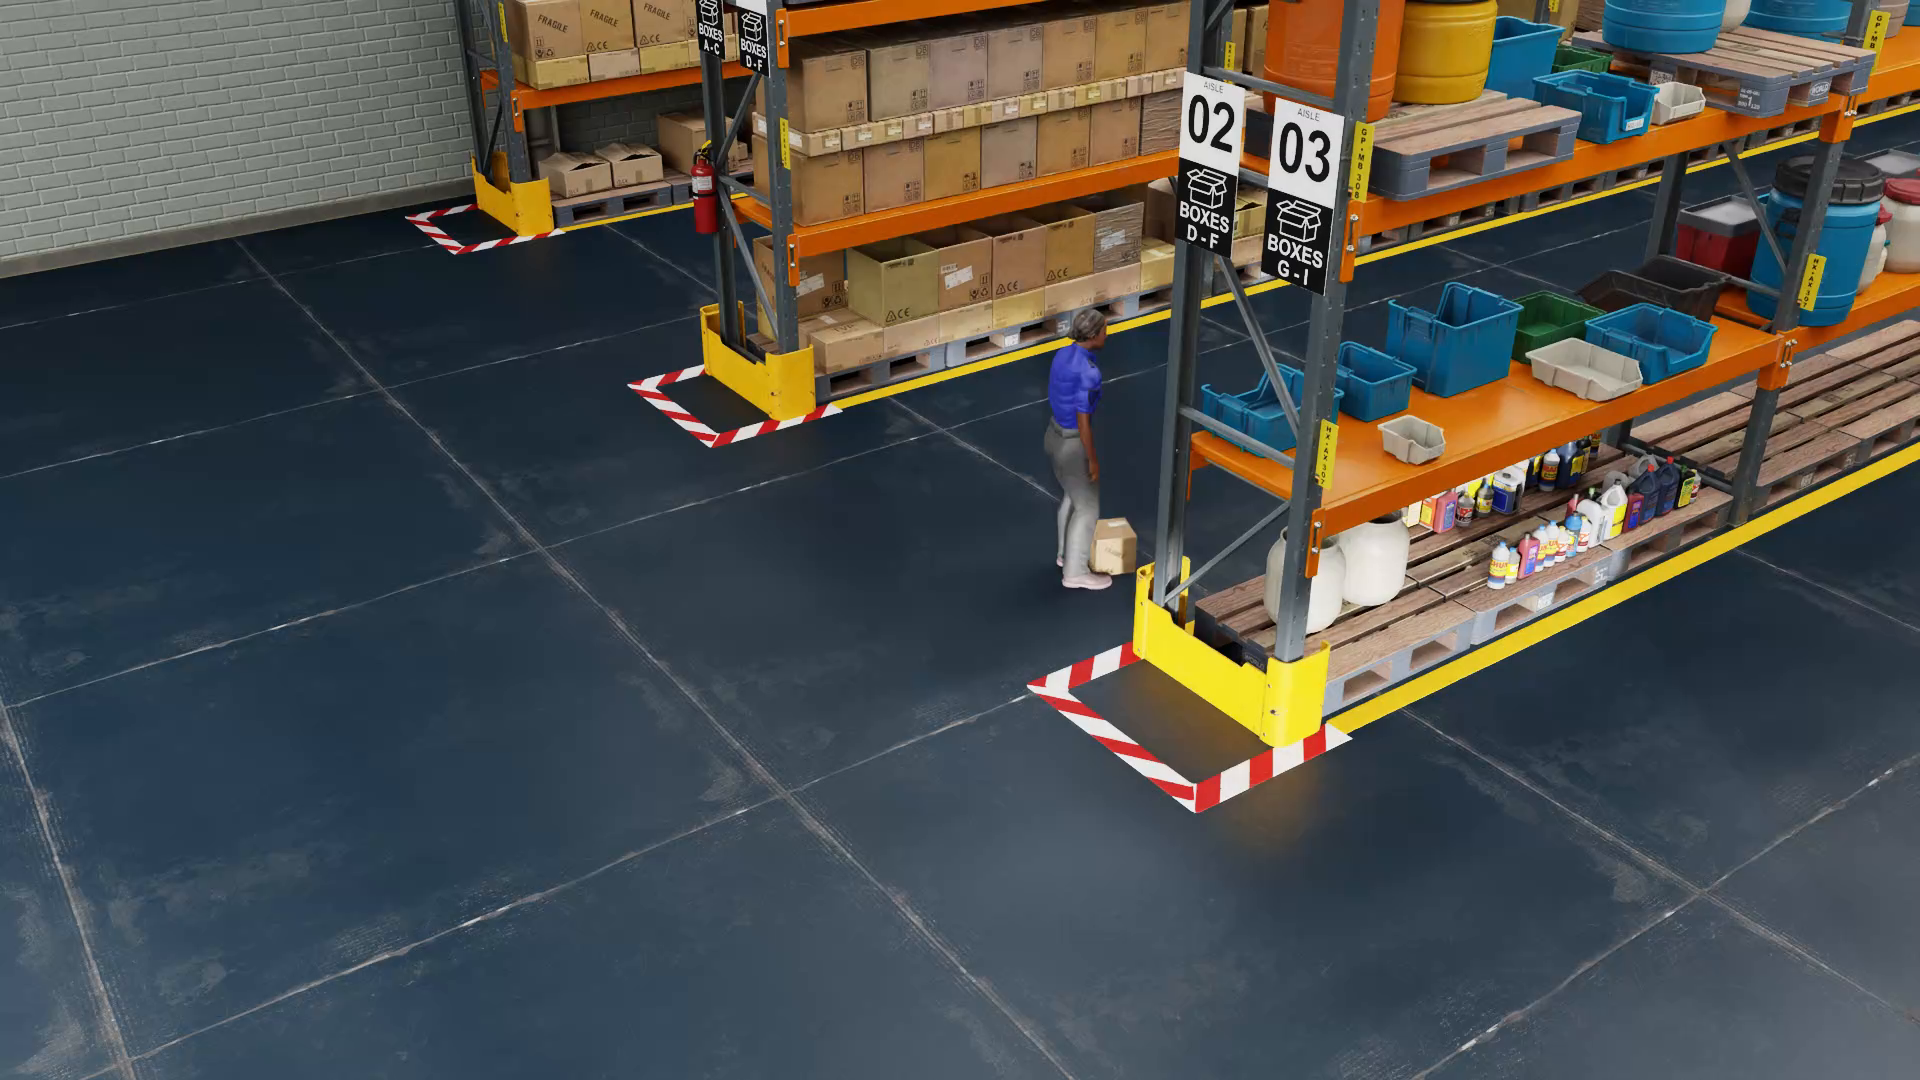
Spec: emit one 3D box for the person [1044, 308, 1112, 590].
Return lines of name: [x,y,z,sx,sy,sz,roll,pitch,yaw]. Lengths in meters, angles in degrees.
person: [0.703,-0.541,9.616,0.402,1.653,0.521,-9,30,-16]
